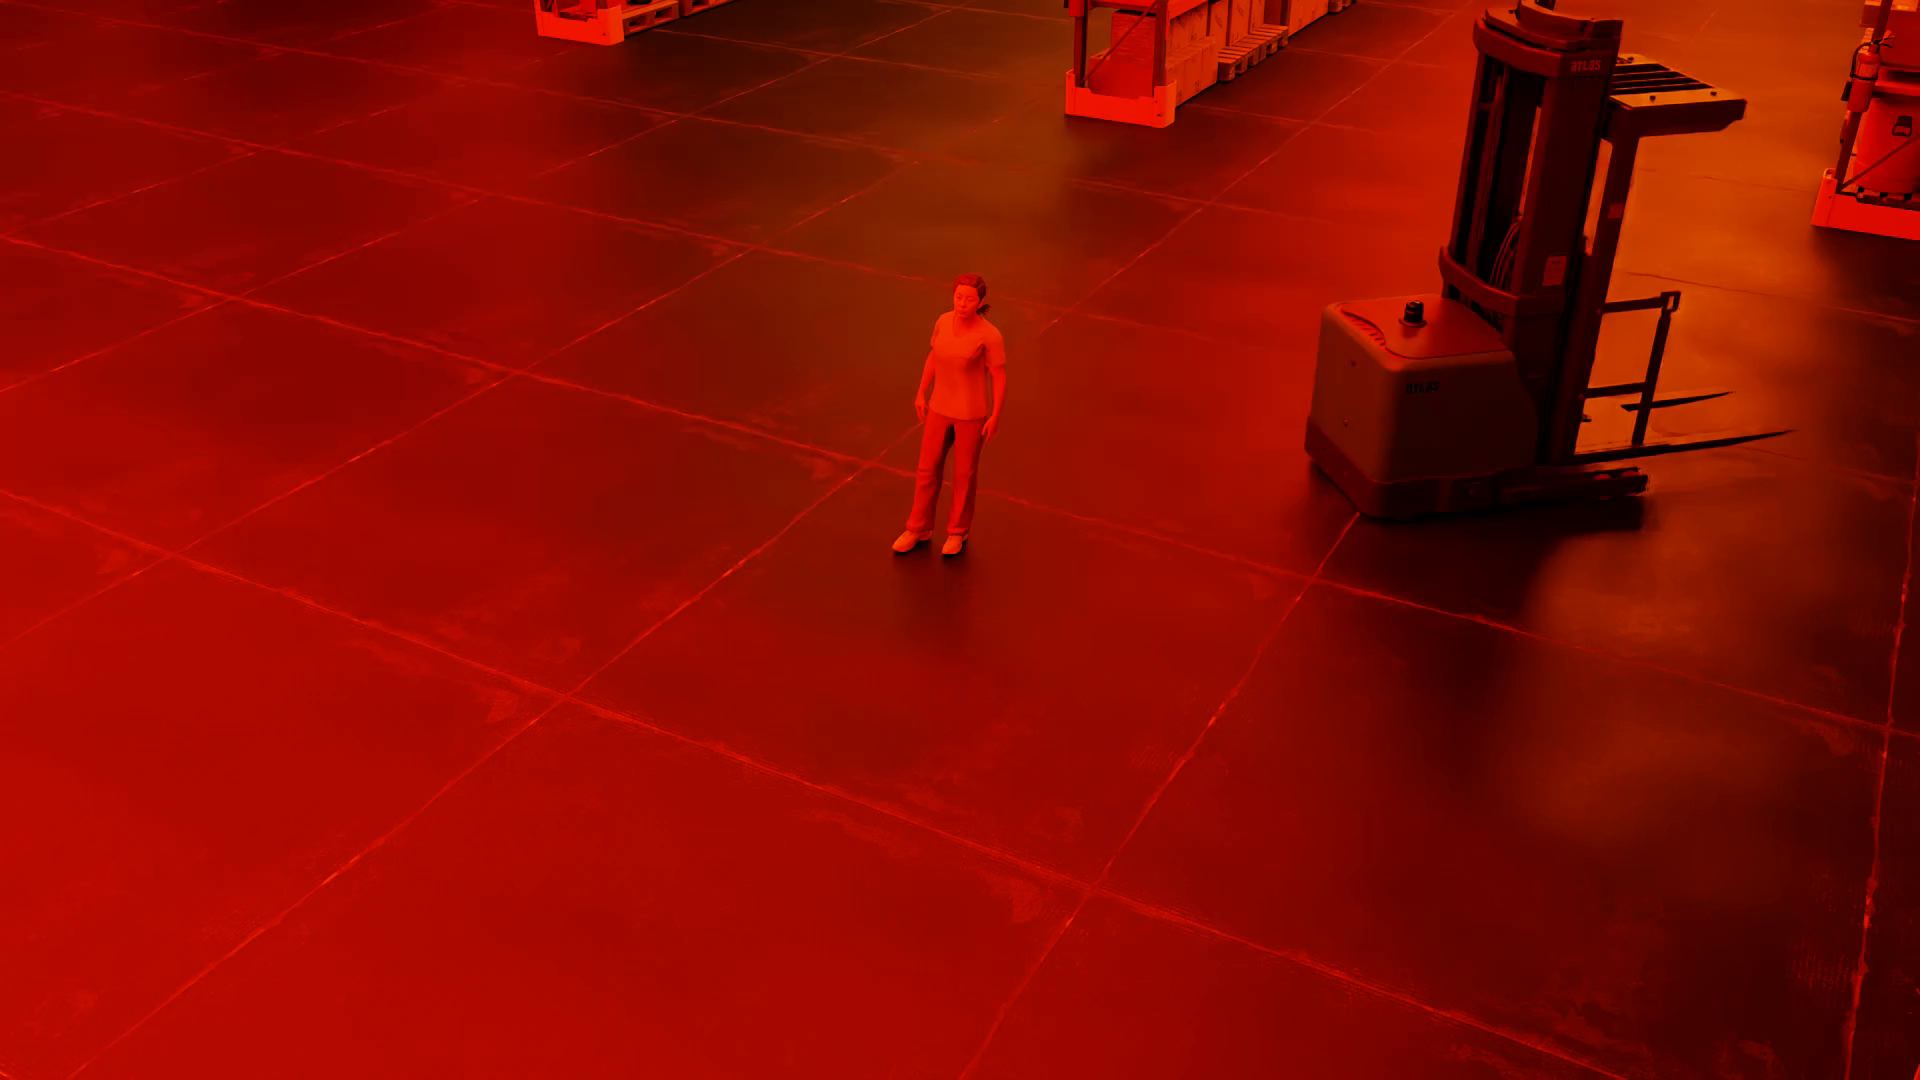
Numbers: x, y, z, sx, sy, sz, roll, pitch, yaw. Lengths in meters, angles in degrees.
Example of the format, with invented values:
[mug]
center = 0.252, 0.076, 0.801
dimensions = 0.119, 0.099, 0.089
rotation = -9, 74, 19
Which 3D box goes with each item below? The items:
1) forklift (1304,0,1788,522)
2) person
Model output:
[forklift]
center = 3.827, -1.766, 10.131
dimensions = 3.031, 2.935, 1.130
rotation = -7, 31, -12
[person]
center = -0.045, -0.702, 9.529
dimensions = 0.555, 1.675, 0.549
rotation = 15, 33, 25
